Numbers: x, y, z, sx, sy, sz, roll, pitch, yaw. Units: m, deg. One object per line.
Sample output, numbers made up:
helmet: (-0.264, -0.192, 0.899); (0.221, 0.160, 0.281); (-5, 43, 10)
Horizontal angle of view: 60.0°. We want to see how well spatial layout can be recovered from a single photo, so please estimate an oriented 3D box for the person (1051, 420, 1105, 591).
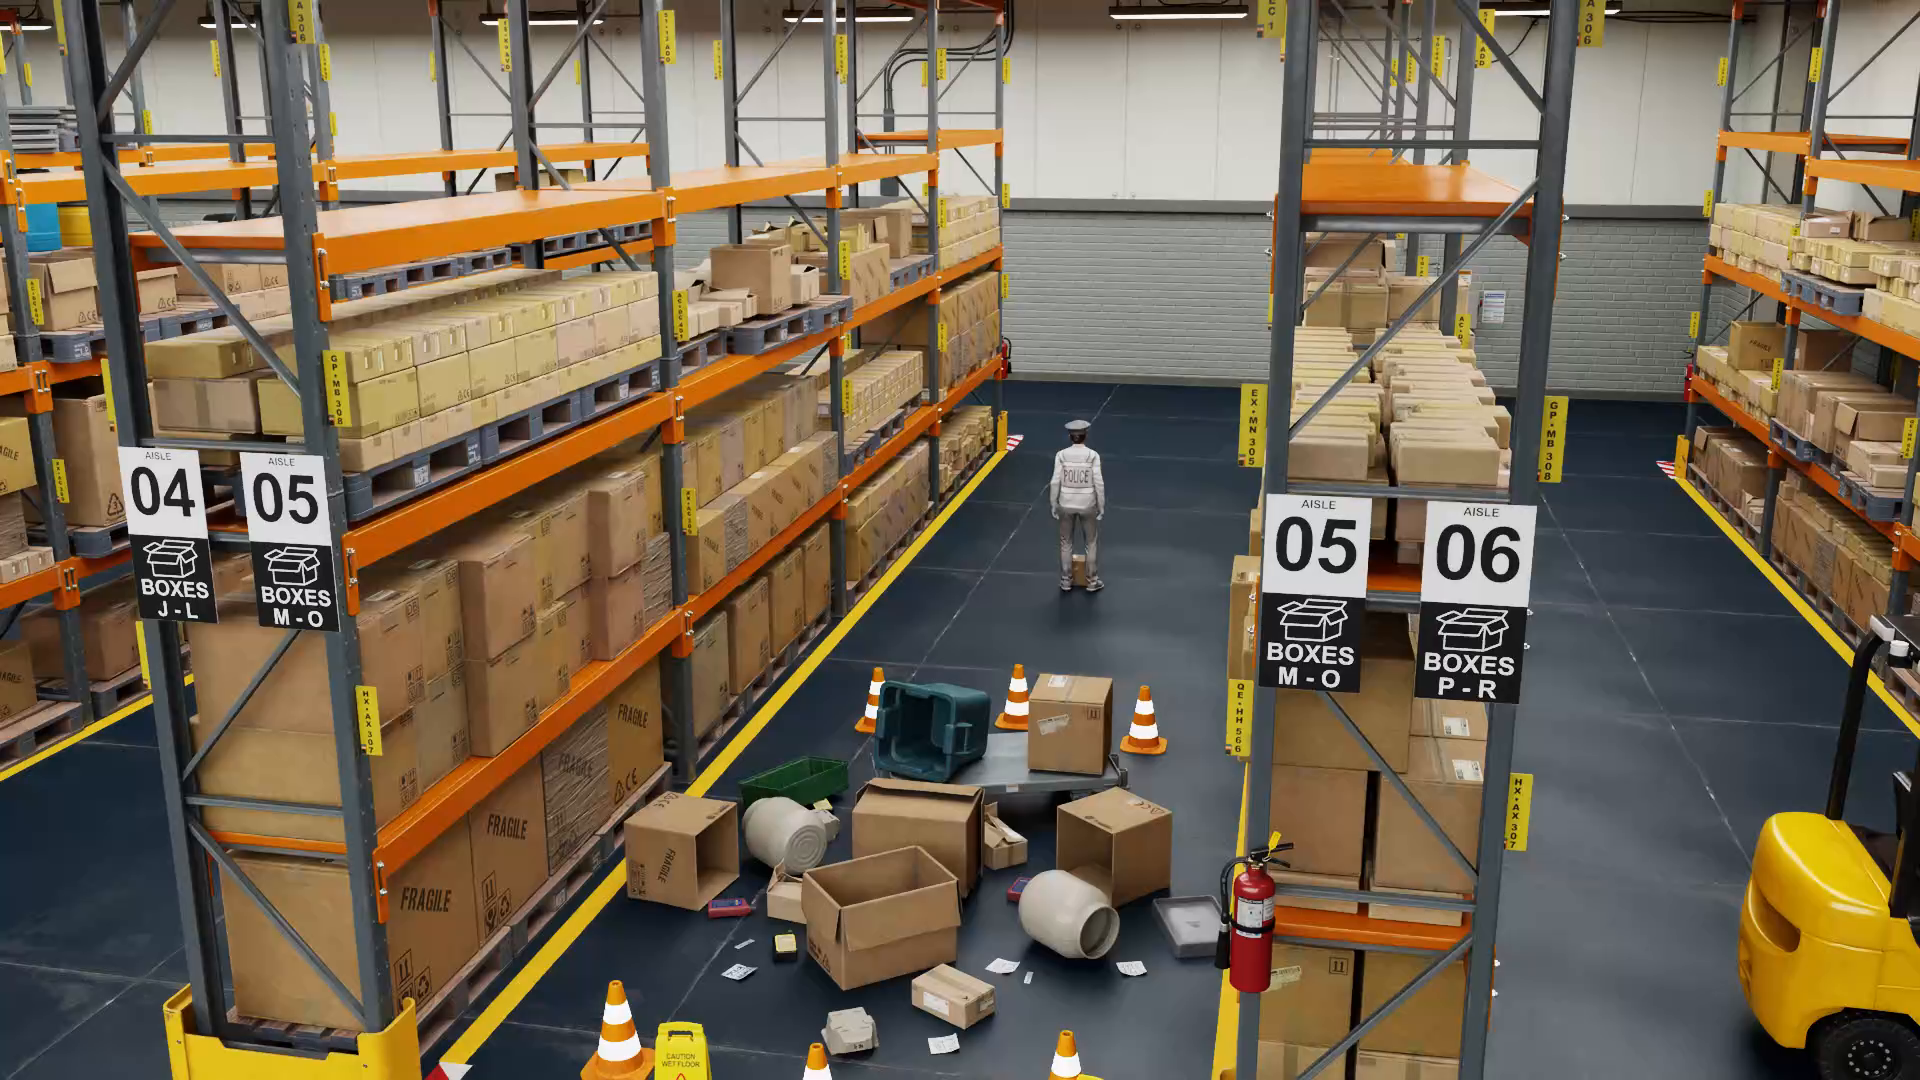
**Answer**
person: (1.149, -0.323, 16.232); (0.532, 1.663, 0.378); (3, 15, 11)
